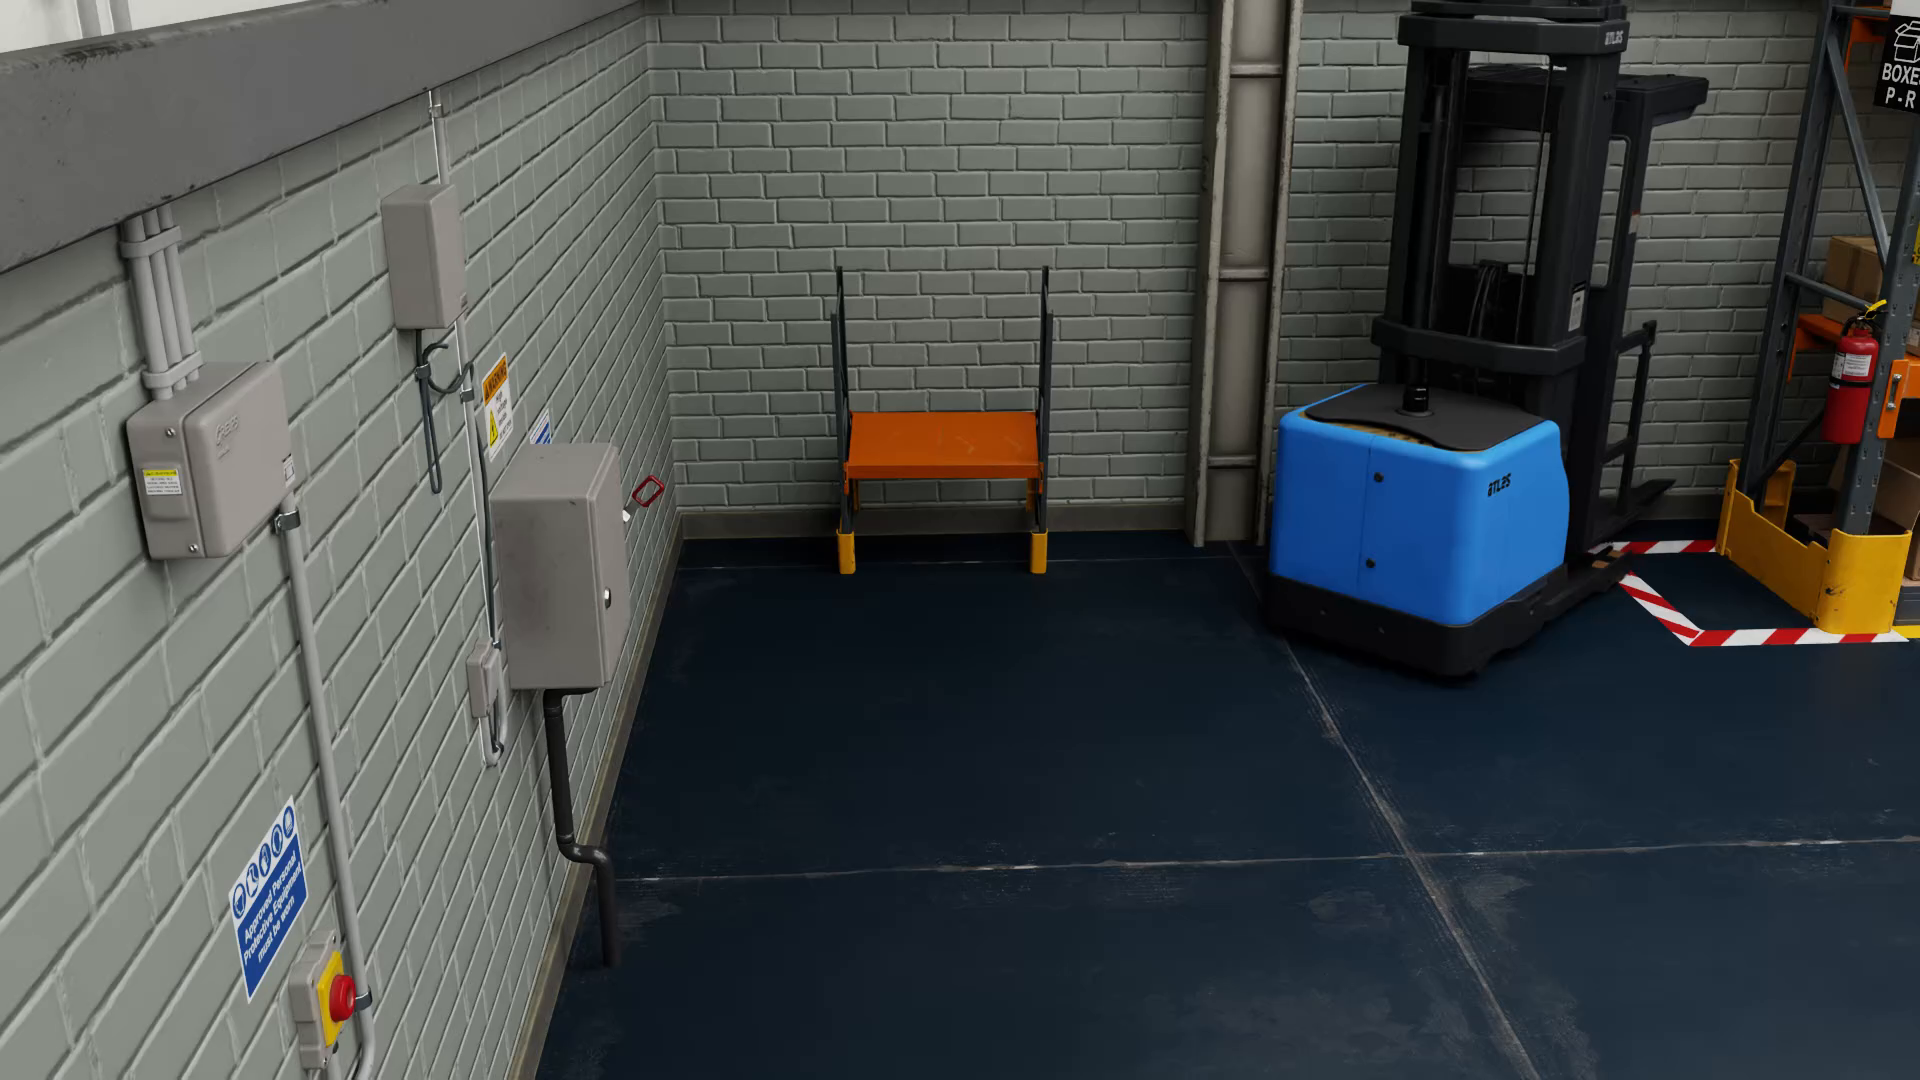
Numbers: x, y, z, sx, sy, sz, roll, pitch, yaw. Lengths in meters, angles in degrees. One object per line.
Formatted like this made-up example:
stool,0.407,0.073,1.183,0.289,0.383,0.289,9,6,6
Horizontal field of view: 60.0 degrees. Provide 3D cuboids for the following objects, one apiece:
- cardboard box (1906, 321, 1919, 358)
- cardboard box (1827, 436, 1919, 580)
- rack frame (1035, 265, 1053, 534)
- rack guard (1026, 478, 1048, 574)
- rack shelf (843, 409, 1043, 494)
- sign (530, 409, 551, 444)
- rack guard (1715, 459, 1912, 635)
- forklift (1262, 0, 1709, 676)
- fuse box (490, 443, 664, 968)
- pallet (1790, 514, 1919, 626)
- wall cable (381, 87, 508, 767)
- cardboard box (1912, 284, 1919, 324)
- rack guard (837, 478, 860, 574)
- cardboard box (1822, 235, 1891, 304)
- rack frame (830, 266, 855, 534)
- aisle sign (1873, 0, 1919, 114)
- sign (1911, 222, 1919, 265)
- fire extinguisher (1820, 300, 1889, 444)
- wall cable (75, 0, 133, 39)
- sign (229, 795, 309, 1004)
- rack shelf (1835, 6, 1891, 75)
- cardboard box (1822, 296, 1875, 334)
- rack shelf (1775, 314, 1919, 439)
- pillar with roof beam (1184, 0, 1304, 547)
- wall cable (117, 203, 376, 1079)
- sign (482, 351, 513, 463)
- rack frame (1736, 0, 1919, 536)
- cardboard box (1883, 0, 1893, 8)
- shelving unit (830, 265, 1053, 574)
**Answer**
cardboard box,4.543,-0.950,7.754,0.250,0.149,0.380,-1,21,-3
cardboard box,4.815,-0.167,8.262,0.637,0.503,0.797,-2,21,-5
rack frame,0.424,-0.604,8.451,0.032,1.500,0.500,0,36,0
rack guard,0.406,-0.099,8.819,0.087,0.250,0.587,0,36,0
rack shelf,-0.084,-0.458,8.557,1.000,0.185,0.538,0,36,0
sign,-1.352,-0.149,5.429,0.001,0.494,0.329,-1,21,-3
rack guard,4.275,0.008,8.397,0.348,0.500,1.175,-1,21,-3
forklift,2.814,-1.209,8.177,1.130,2.935,3.031,18,27,39
fuse box,-1.117,0.580,5.192,0.414,1.711,0.539,-1,21,-3
pallet,5.071,0.127,8.492,1.213,0.211,1.003,-1,21,-3
wall cable,-1.235,-0.251,4.136,0.122,1.984,0.588,-1,21,-3
cardboard box,4.667,-1.141,7.695,0.500,0.250,0.500,-1,21,-3
rack guard,-0.590,-0.097,8.818,0.087,0.250,0.587,0,36,0
cardboard box,4.643,-1.331,8.194,0.500,0.250,0.500,-1,21,-1
rack frame,-0.593,-0.602,8.450,0.032,1.500,0.500,0,36,0
aisle sign,4.147,-2.268,7.208,0.004,0.787,0.394,-1,21,-3
sign,4.230,-1.370,7.288,0.005,0.325,0.100,-1,21,-3
fire extinguisher,4.078,-0.781,7.589,0.183,0.674,0.296,-1,21,-3
wall cable,-1.177,-1.983,1.683,0.029,3.000,0.463,-1,21,-3
sign,-1.201,0.620,2.898,0.001,0.218,0.327,-1,21,-3
rack shelf,6.196,-2.265,7.649,4.000,0.370,1.077,-1,21,-3
cardboard box,4.514,-1.143,8.261,0.250,0.149,0.380,-1,21,-4
rack shelf,6.196,-0.863,8.183,4.000,0.370,1.077,-1,21,-3
pillar with roof beam,1.701,-2.698,3.561,0.400,9.000,9.100,-1,21,-3
wall cable,-1.142,0.238,2.808,0.123,1.953,0.585,-1,21,-3
sign,-1.320,-0.384,4.753,0.001,0.242,0.339,-1,21,-3
rack frame,4.199,-1.159,7.948,0.127,3.000,1.000,-1,21,-3
cardboard box,4.505,-2.532,7.692,0.250,0.149,0.380,-1,21,-2
shelving unit,-0.093,-0.603,8.451,1.083,1.500,0.587,0,36,0
